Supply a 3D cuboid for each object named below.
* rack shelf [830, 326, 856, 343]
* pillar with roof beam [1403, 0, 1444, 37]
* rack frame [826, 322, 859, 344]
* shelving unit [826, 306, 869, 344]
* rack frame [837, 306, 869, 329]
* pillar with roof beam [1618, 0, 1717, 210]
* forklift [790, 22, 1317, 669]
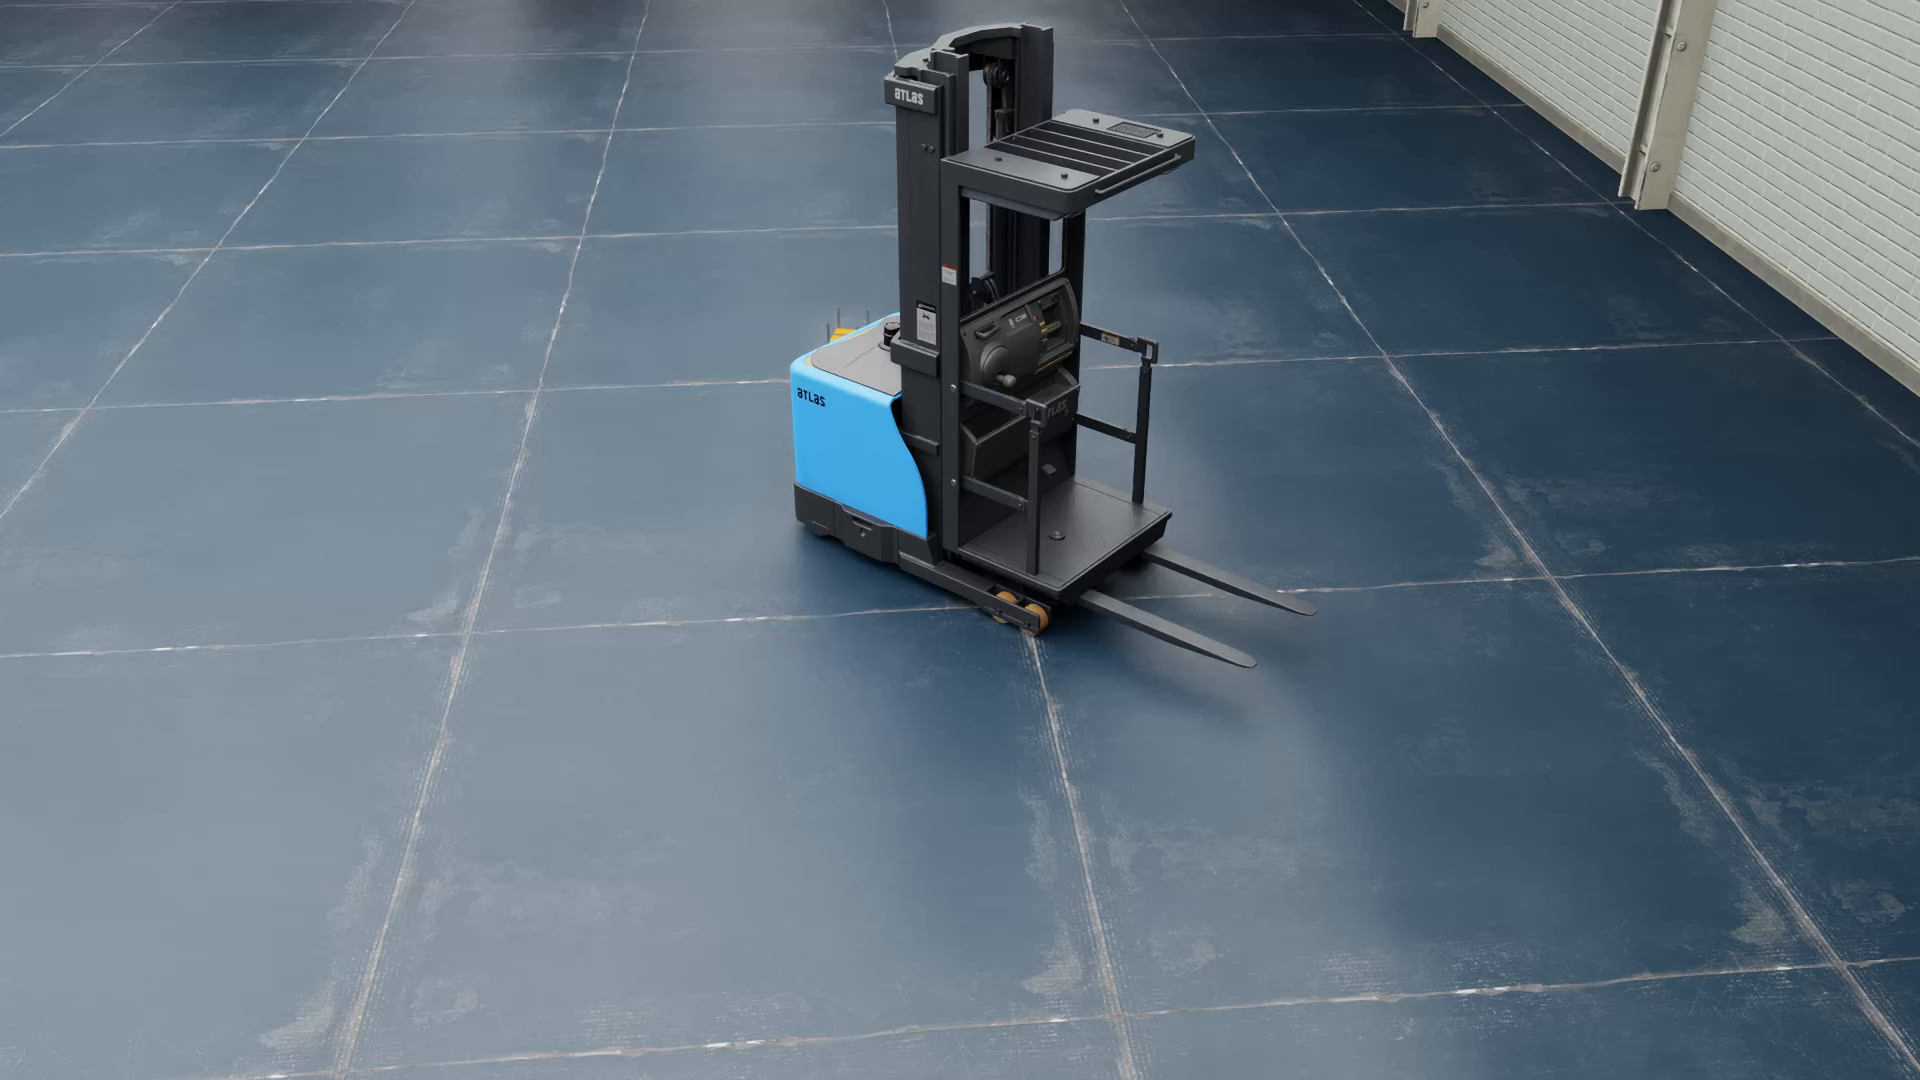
[{"bbox_3d":[-0.672,-1.125,10.078,0.215,0.259,0.240,6,31,9],"label":"rack shelf"},{"bbox_3d":[1.236,-9.732,17.267,9.100,9.000,0.400,-3,31,-5],"label":"pillar with roof beam"},{"bbox_3d":[-0.695,-0.829,10.115,0.200,1.050,0.008,6,31,9],"label":"rack frame"},{"bbox_3d":[-0.672,-0.891,10.218,0.215,1.050,0.252,6,31,9],"label":"shelving unit"},{"bbox_3d":[-0.649,-0.952,10.321,0.200,1.050,0.008,6,31,9],"label":"rack frame"},{"bbox_3d":[1.797,-6.668,12.139,9.100,9.000,0.400,-3,31,-5],"label":"pillar with roof beam"},{"bbox_3d":[0.487,-1.055,8.658,3.031,2.935,1.130,23,38,33],"label":"forklift"}]
